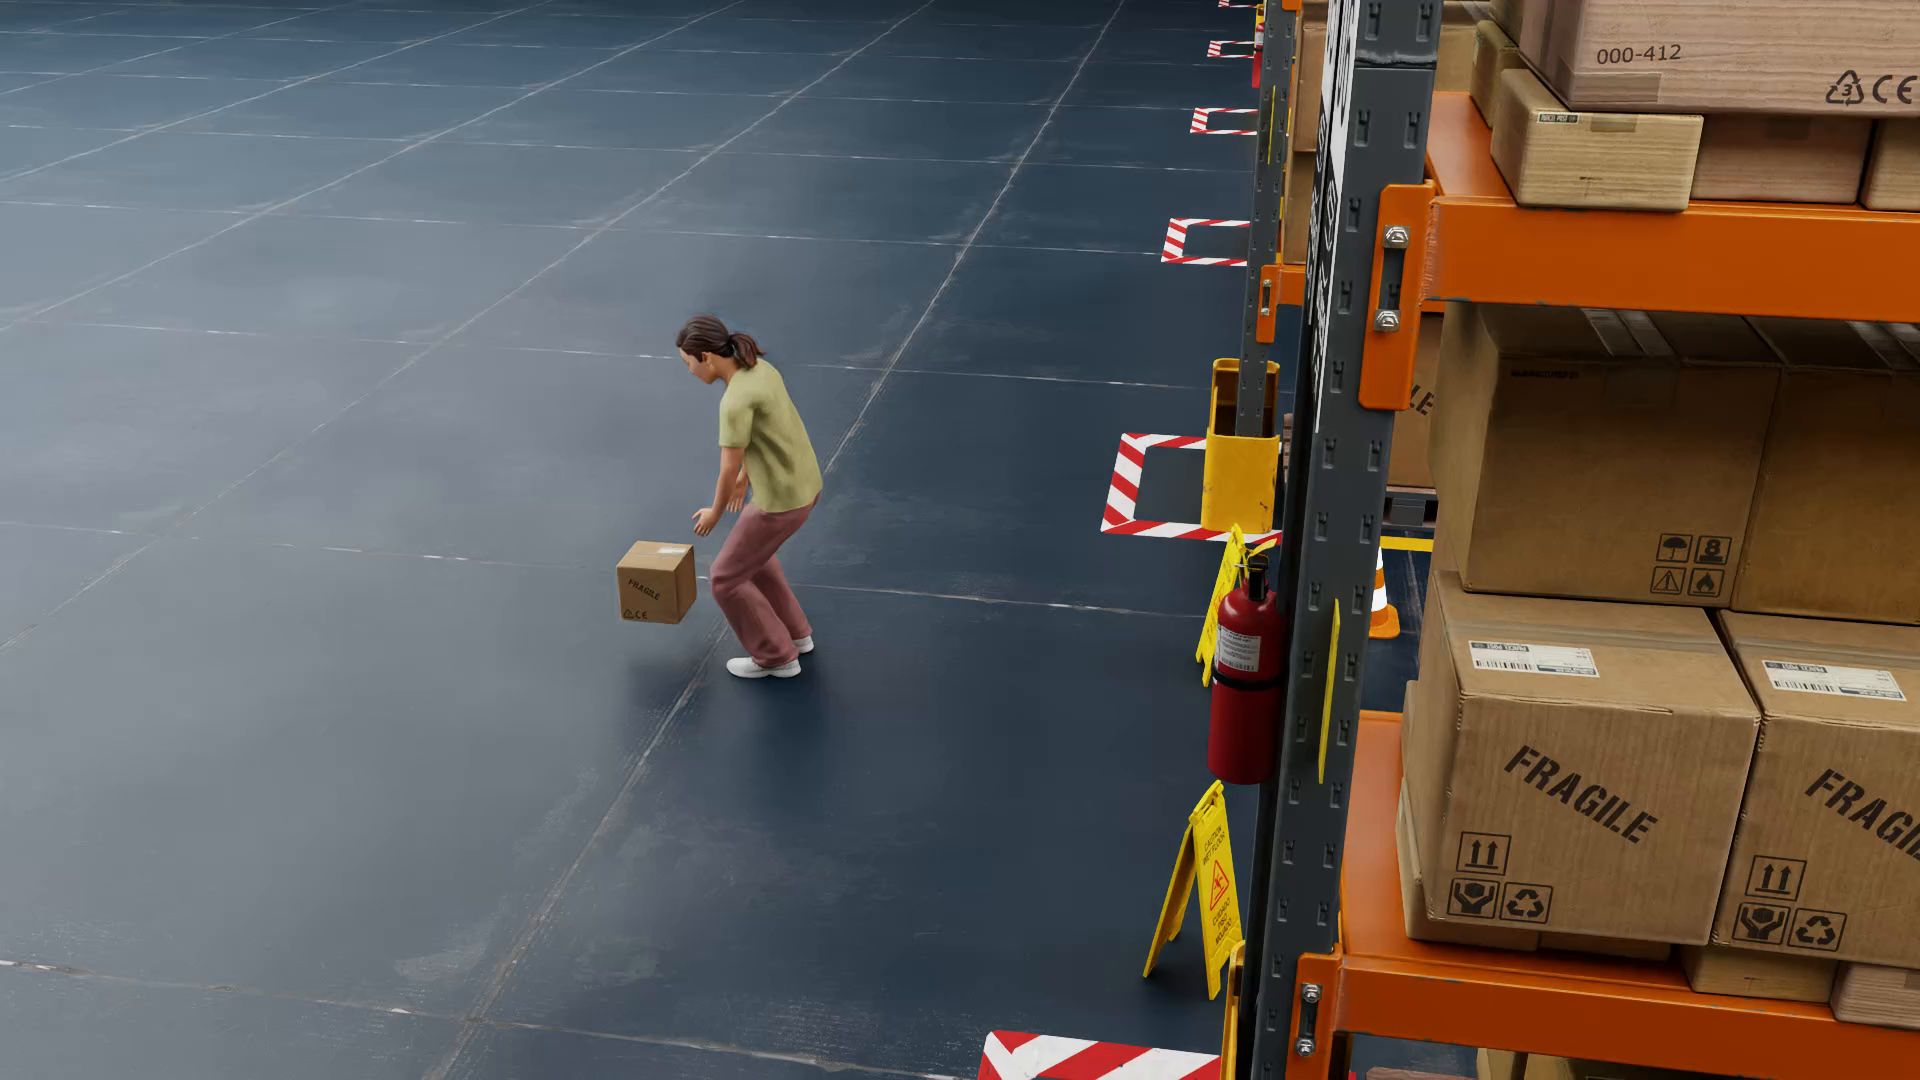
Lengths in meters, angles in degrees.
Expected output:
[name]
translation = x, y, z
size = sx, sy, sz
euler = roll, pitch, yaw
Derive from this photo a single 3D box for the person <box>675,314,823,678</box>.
[person]
translation = -0.832, -0.165, 6.662
size = 0.533, 1.515, 0.498
euler = 4, 25, 9
